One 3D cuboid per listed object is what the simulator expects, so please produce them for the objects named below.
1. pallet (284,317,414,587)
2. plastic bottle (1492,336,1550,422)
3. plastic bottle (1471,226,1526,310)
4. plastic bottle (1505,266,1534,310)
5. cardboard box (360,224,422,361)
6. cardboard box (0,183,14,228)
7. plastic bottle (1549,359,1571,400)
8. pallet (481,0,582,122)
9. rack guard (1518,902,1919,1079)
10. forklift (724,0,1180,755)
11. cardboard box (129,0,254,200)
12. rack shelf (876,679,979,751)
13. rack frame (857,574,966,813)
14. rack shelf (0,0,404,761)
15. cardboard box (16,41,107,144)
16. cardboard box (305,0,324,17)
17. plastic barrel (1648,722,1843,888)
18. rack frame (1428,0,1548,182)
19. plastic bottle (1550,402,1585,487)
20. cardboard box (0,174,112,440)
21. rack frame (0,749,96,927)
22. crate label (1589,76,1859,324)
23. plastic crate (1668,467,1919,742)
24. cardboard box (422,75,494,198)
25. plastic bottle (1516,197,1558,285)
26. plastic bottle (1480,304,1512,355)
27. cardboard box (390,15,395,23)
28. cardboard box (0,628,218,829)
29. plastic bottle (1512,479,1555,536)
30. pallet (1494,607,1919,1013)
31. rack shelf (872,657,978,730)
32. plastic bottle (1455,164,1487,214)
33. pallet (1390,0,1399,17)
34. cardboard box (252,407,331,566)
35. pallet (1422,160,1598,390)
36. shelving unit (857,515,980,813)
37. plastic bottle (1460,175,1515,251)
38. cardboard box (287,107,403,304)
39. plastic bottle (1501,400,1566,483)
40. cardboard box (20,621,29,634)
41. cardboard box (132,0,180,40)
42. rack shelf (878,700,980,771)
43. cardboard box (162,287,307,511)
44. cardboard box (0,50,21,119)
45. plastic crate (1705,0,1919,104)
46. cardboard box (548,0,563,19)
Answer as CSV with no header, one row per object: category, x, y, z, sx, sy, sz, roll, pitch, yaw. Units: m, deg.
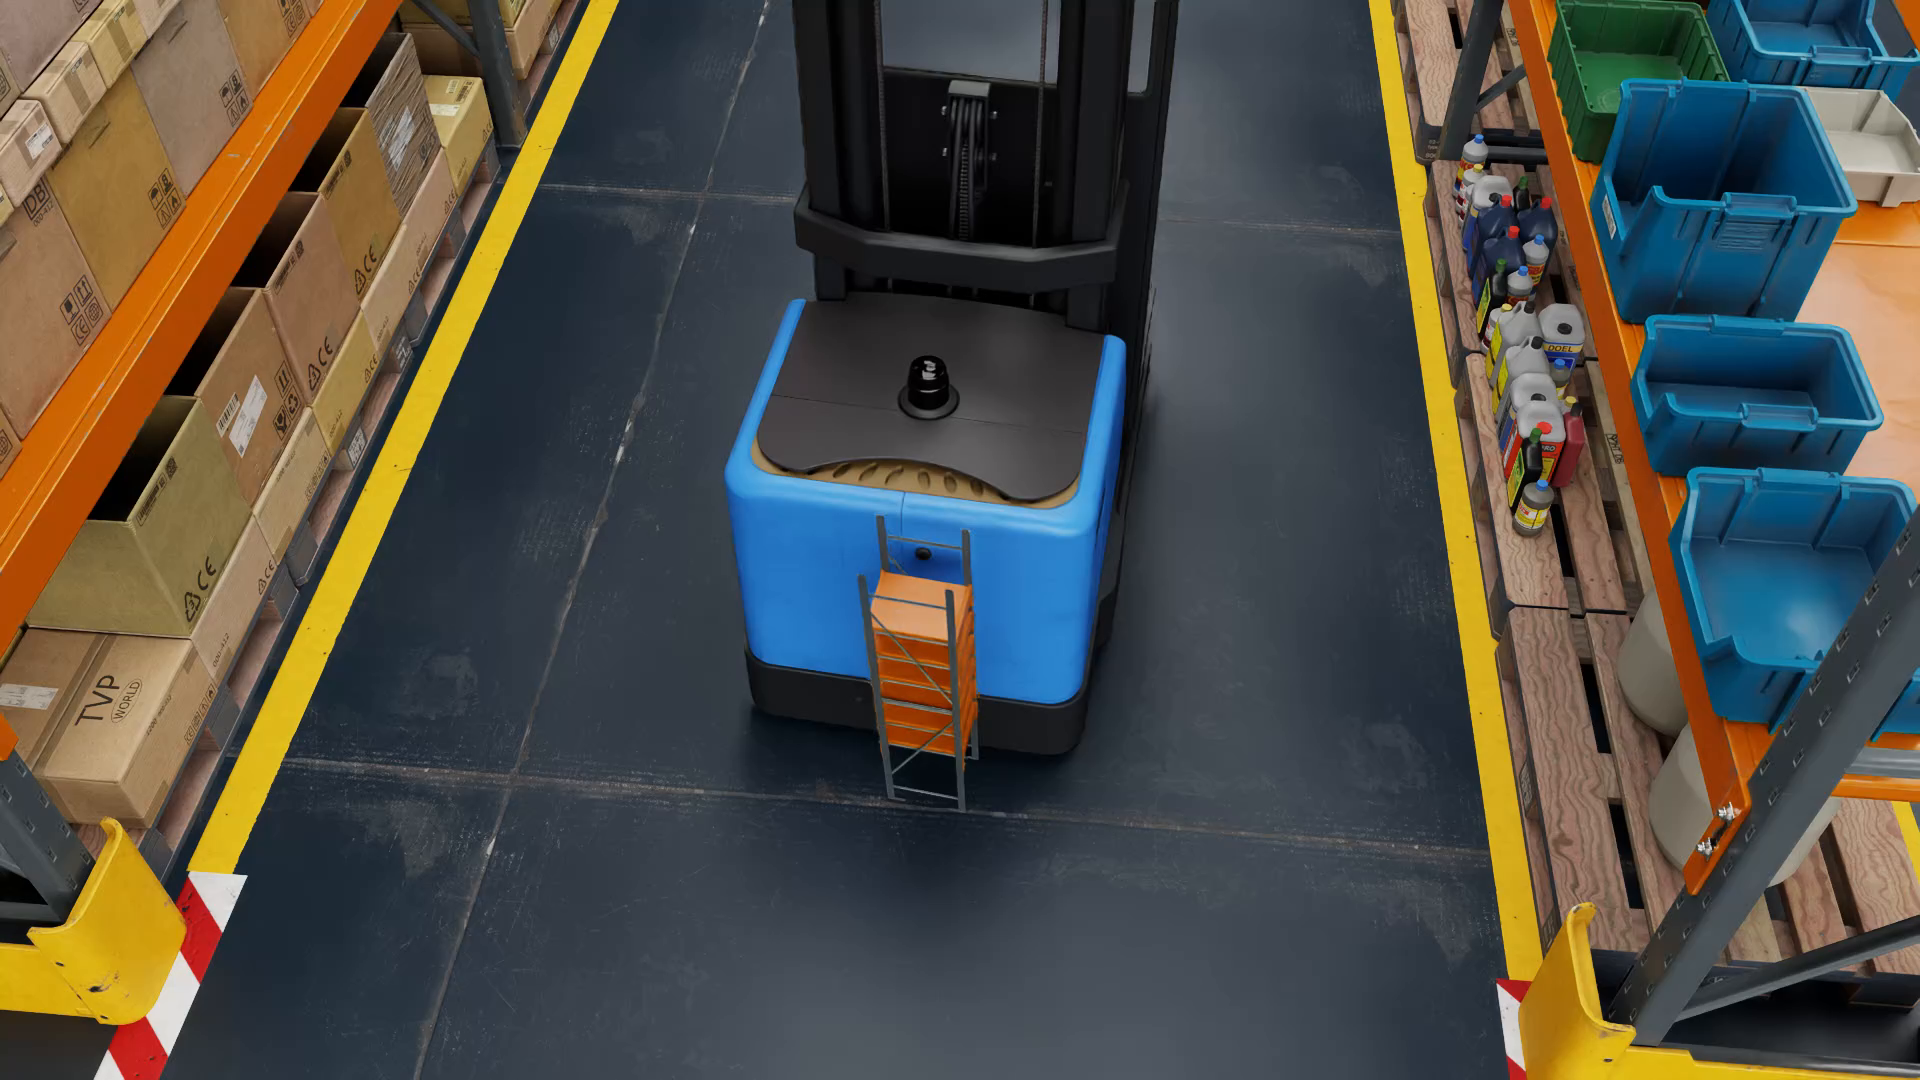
pallet,-2.648,-0.386,5.960,1.003,0.211,1.213,4,48,4
plastic bottle,1.948,-0.573,5.738,0.144,0.351,0.185,6,48,5
plastic bottle,2.003,-1.022,6.149,0.144,0.351,0.185,2,48,2
plastic bottle,2.027,-0.885,6.077,0.097,0.271,0.097,0,48,0
cardboard box,-2.336,-0.931,6.147,0.500,0.250,0.500,4,48,4
cardboard box,-2.494,-0.772,3.916,0.380,0.149,0.250,4,48,4
plastic bottle,2.072,-0.547,5.815,0.097,0.201,0.097,0,48,0
pallet,-2.397,-2.410,7.812,1.003,0.211,1.213,4,48,4
rack guard,2.103,1.252,4.266,1.175,0.500,0.348,4,48,4
forklift,0.110,-1.442,5.083,1.130,2.935,3.031,8,48,7
cardboard box,-2.596,-1.382,4.913,0.700,0.500,0.500,5,48,5
rack shelf,-0.092,0.474,4.714,0.258,0.103,0.180,9,55,9
rack frame,-0.117,0.452,4.529,0.240,1.200,0.006,10,55,9
rack shelf,-2.607,-1.095,5.206,1.077,0.370,4.000,4,48,4
cardboard box,-2.447,-1.153,4.265,0.380,0.149,0.250,2,48,2
cardboard box,-2.501,-2.127,5.595,0.700,0.500,0.500,3,48,3
plastic barrel,2.127,0.677,4.500,0.421,0.512,0.421,0,48,0
rack frame,2.507,-2.472,5.978,1.000,3.000,0.127,4,48,4
plastic bottle,2.030,-0.320,5.552,0.061,0.283,0.133,4,48,4
cardboard box,-2.691,-0.630,4.226,0.700,0.500,0.500,5,48,5
rack frame,-2.789,0.132,3.597,1.000,3.000,0.127,4,48,4
crate label,2.041,-0.915,4.530,0.502,0.435,0.616,4,48,4
plastic crate,1.891,0.130,3.699,0.499,0.251,0.616,4,48,4
cardboard box,-2.250,-1.666,6.820,0.500,0.250,0.500,4,48,4
plastic bottle,2.164,-1.151,6.267,0.144,0.351,0.185,4,48,4
plastic bottle,1.954,-0.765,6.015,0.097,0.201,0.097,0,48,0
cardboard box,-2.674,-2.527,7.228,0.500,0.311,0.500,4,48,4
cardboard box,-2.519,0.539,4.803,0.500,0.250,0.500,4,48,4
plastic bottle,1.874,-0.115,5.421,0.097,0.201,0.097,0,48,0
pallet,2.182,0.753,4.918,1.003,0.211,1.213,4,48,4
rack shelf,-0.095,0.405,4.616,0.258,0.103,0.180,9,55,9
plastic bottle,2.033,-1.396,6.593,0.097,0.201,0.097,0,48,0
pallet,2.649,-3.009,8.359,1.003,0.211,1.213,4,48,4
cardboard box,-2.431,-0.196,5.475,0.500,0.250,0.500,4,48,4
pallet,2.405,-1.040,6.558,1.003,0.211,1.213,4,48,4
shelving unit,-0.097,0.379,4.580,0.258,1.200,0.189,10,55,9
plastic bottle,2.040,-1.257,6.414,0.152,0.276,0.135,5,48,5
cardboard box,-2.349,-1.185,5.871,0.500,0.500,0.500,4,48,4
plastic bottle,1.924,-0.324,5.561,0.152,0.276,0.135,4,48,4
cardboard box,-3.001,0.136,5.172,0.500,0.250,0.500,4,48,4
cardboard box,-2.398,-1.524,4.604,0.380,0.149,0.250,4,48,4
rack shelf,-0.089,0.544,4.812,0.258,0.103,0.180,9,55,9
cardboard box,-2.443,-0.450,5.199,0.500,0.500,0.500,4,48,4
cardboard box,-2.687,-1.108,3.783,0.700,0.500,0.500,3,48,3
plastic crate,2.677,-1.590,5.272,0.499,0.251,0.616,4,48,4
cardboard box,-2.094,-2.676,7.744,0.500,0.250,0.500,5,48,5
